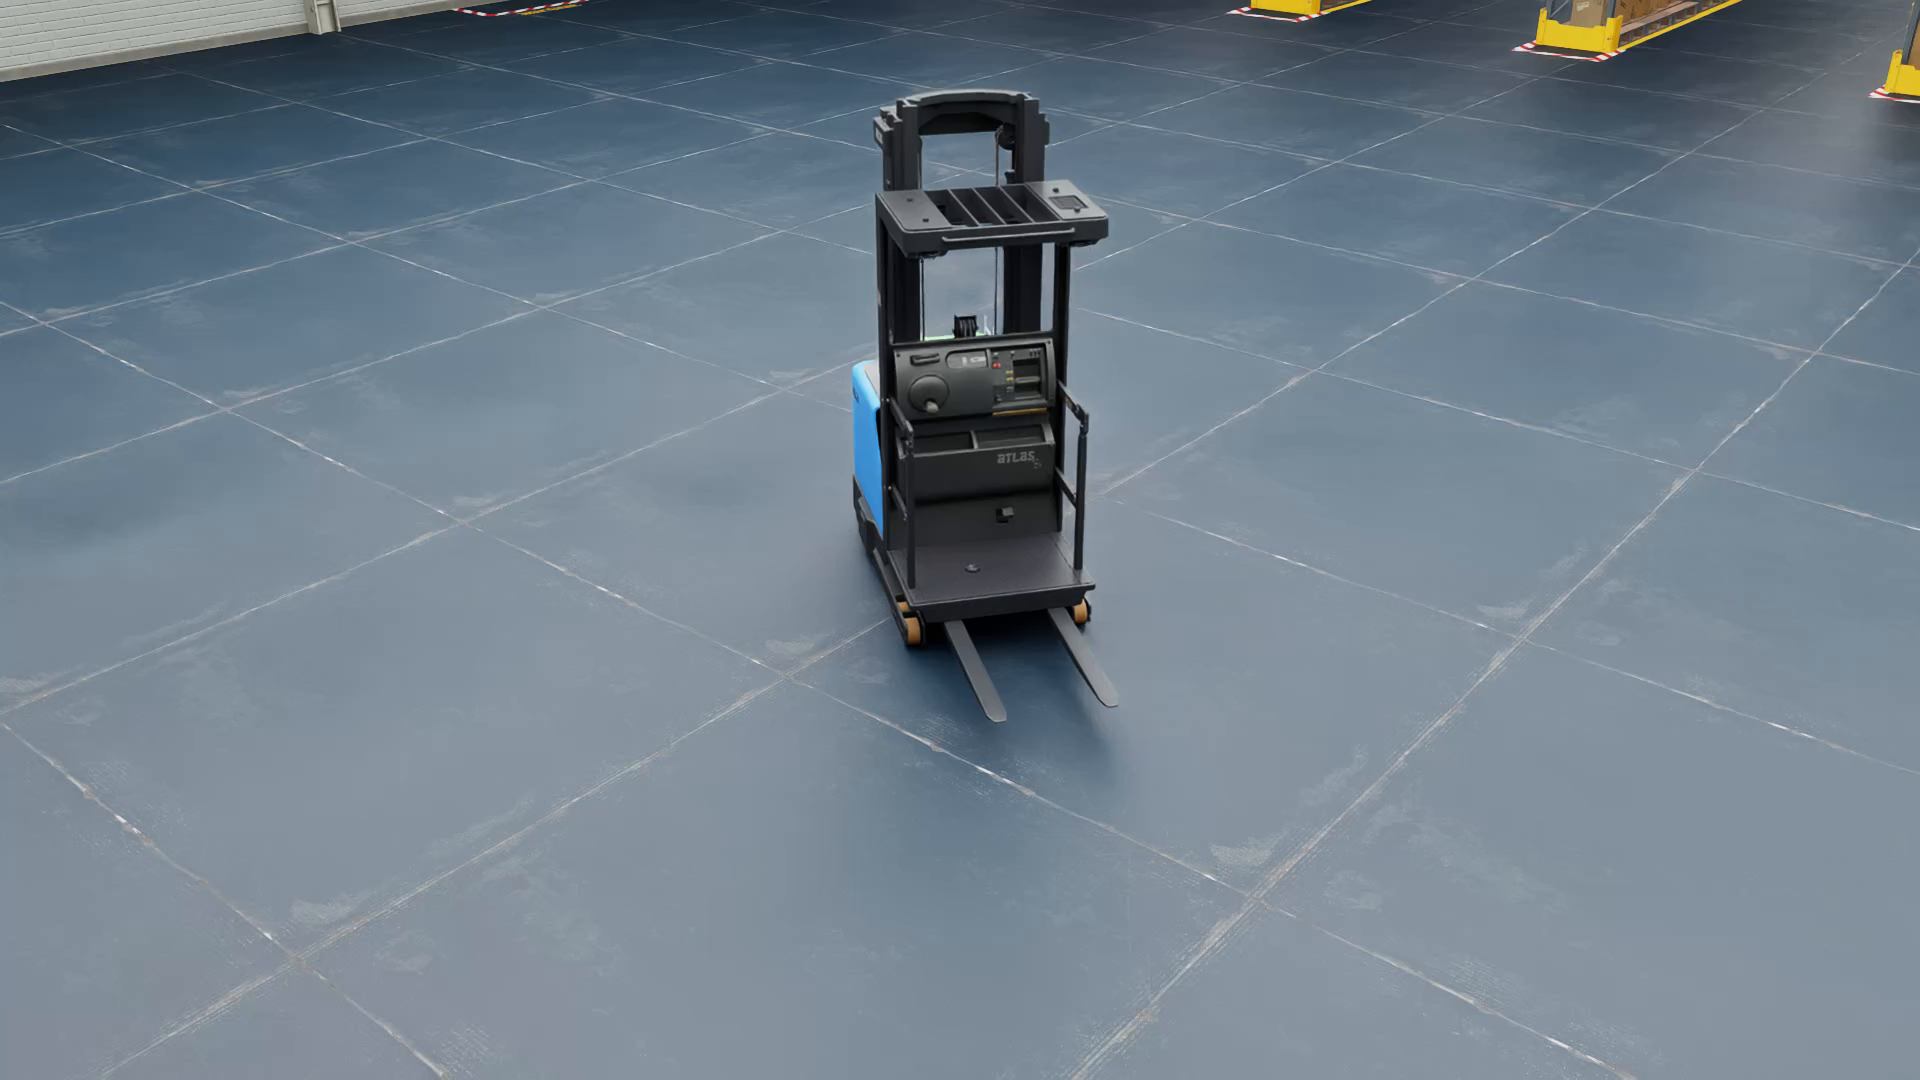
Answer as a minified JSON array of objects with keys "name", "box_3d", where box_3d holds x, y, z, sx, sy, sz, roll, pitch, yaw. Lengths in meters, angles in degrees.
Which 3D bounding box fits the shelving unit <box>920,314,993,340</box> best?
[{"name":"shelving unit","box_3d":[-0.046,-0.883,11.150,0.503,1.200,0.258,-6,28,-12]}]

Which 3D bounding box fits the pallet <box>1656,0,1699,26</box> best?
[{"name":"pallet","box_3d":[11.426,-8.710,27.357,1.003,0.211,1.213,21,34,34]}]

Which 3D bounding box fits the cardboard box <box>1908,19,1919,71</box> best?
[{"name":"cardboard box","box_3d":[13.425,-6.796,22.477,0.875,0.875,0.875,21,34,35]}]

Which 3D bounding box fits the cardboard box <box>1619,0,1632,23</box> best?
[{"name":"cardboard box","box_3d":[10.046,-8.293,25.780,0.500,0.500,0.500,-18,32,-31]}]

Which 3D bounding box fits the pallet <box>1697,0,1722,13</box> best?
[{"name":"pallet","box_3d":[12.320,-9.235,28.371,1.003,0.211,1.213,21,34,34]}]

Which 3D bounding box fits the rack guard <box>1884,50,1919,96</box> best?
[{"name":"rack guard","box_3d":[13.030,-6.174,22.141,1.175,0.500,0.348,21,34,34]}]

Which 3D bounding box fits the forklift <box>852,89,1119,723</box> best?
[{"name":"forklift","box_3d":[0.140,-0.886,9.272,1.130,2.935,3.031,-6,28,-12]}]

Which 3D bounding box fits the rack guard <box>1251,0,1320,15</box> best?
[{"name":"rack guard","box_3d":[5.472,-9.157,27.906,1.175,0.500,0.348,21,34,34]}]

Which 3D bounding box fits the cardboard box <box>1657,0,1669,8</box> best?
[{"name":"cardboard box","box_3d":[11.183,-8.938,27.026,0.500,0.500,0.500,-16,31,-28]}]

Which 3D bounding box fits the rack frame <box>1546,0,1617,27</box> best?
[{"name":"rack frame","box_3d":[9.282,-8.779,24.455,1.000,3.000,0.127,21,34,34]}]

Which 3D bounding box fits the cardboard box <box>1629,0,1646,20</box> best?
[{"name":"cardboard box","box_3d":[10.459,-8.510,26.199,0.500,0.500,0.500,25,36,39]}]

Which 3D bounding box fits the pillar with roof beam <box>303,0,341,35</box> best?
[{"name":"pillar with roof beam","box_3d":[-6.718,-10.774,21.784,9.100,9.000,0.400,21,34,34]}]

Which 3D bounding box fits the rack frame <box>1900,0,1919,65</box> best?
[{"name":"rack frame","box_3d":[13.045,-7.293,21.583,1.000,3.000,0.127,21,34,34]}]

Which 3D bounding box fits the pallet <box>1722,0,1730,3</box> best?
[{"name":"pallet","box_3d":[13.096,-9.669,29.211,1.003,0.211,1.213,21,34,34]}]

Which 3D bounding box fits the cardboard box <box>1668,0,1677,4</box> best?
[{"name":"cardboard box","box_3d":[11.541,-9.143,27.422,0.500,0.500,0.500,20,33,33]}]

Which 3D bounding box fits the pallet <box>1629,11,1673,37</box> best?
[{"name":"pallet","box_3d":[10.651,-8.275,26.517,1.003,0.211,1.213,21,34,34]}]

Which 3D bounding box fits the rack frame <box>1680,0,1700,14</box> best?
[{"name":"rack frame","box_3d":[11.826,-10.197,27.196,1.000,3.000,0.127,21,34,34]}]

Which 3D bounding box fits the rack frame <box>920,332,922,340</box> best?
[{"name":"rack frame","box_3d":[-0.283,-0.856,11.099,0.015,1.200,0.240,-6,28,-12]}]

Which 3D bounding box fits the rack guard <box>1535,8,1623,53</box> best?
[{"name":"rack guard","box_3d":[9.330,-7.695,25.081,1.175,0.500,0.348,21,34,34]}]

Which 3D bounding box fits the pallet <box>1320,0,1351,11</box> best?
[{"name":"pallet","box_3d":[5.993,-9.315,28.526,1.003,0.211,1.213,21,34,34]}]

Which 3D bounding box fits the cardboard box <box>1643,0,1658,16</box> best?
[{"name":"cardboard box","box_3d":[10.848,-8.695,26.556,0.500,0.500,0.500,17,32,30]}]

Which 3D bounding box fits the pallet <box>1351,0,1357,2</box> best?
[{"name":"pallet","box_3d":[6.769,-9.745,29.358,1.003,0.211,1.213,21,34,34]}]

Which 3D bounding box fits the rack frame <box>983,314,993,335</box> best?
[{"name":"rack frame","box_3d":[0.191,-0.909,11.201,0.015,1.200,0.240,-6,28,-12]}]

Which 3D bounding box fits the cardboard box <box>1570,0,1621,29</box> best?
[{"name":"cardboard box","box_3d":[9.692,-8.071,25.351,0.500,0.500,0.500,-21,34,-35]}]

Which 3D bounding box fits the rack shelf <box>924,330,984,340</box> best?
[{"name":"rack shelf","box_3d":[-0.046,-1.252,10.959,0.480,0.148,0.258,-6,28,-12]}]

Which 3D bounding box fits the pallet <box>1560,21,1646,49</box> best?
[{"name":"pallet","box_3d":[9.874,-7.845,25.684,1.003,0.211,1.213,21,34,34]}]

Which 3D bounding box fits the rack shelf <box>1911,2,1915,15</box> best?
[{"name":"rack shelf","box_3d":[14.317,-7.683,23.119,1.077,0.370,4.000,21,34,34]}]
